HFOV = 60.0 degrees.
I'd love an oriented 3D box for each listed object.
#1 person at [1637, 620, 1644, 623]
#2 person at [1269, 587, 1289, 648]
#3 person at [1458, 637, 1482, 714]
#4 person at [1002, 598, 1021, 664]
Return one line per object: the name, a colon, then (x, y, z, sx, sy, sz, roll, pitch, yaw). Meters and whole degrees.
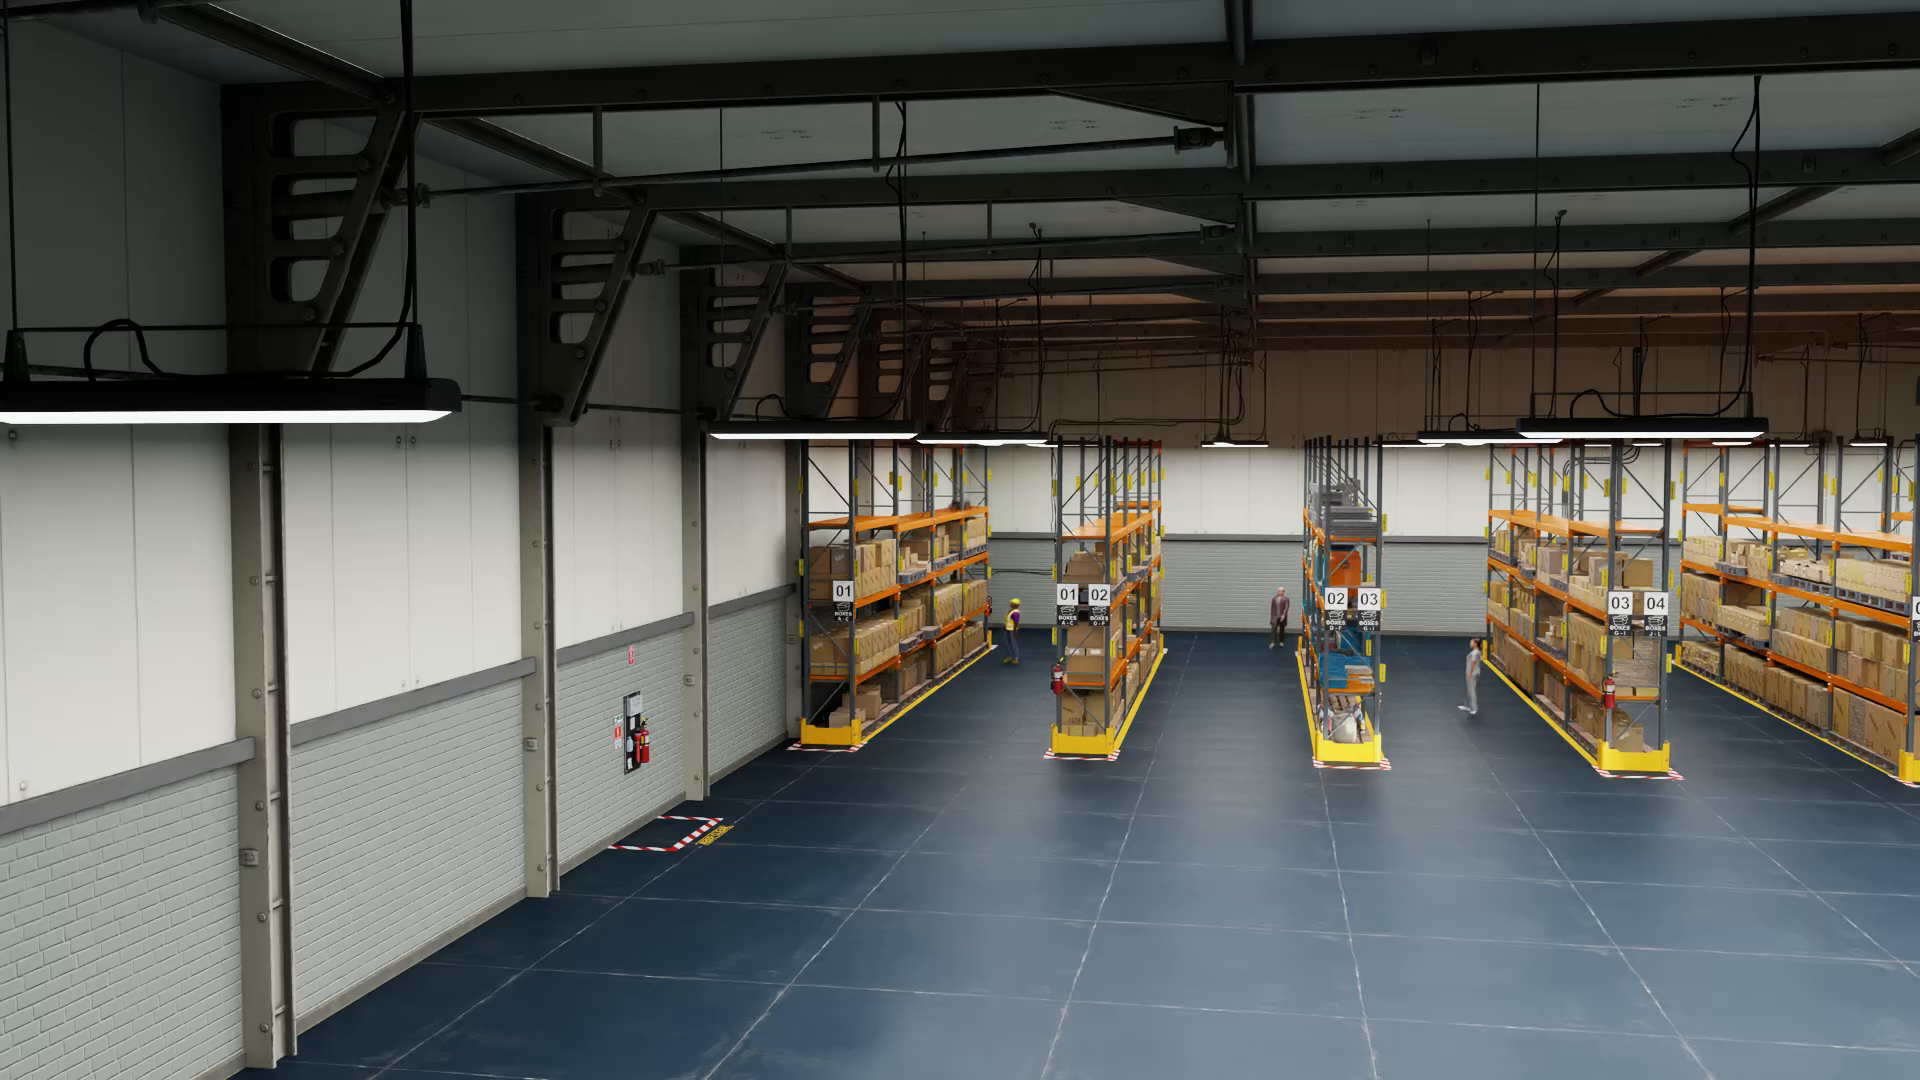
person: (18.541, 2.462, 45.611, 0.468, 1.573, 0.595, 2, 4, 31)
person: (9.206, 2.236, 47.965, 0.539, 1.734, 1.033, 1, 3, 15)
person: (11.106, 2.936, 36.303, 0.445, 1.670, 0.601, -3, 4, -45)
person: (1.372, 2.439, 44.654, 0.414, 1.774, 0.794, -1, 3, -19)
